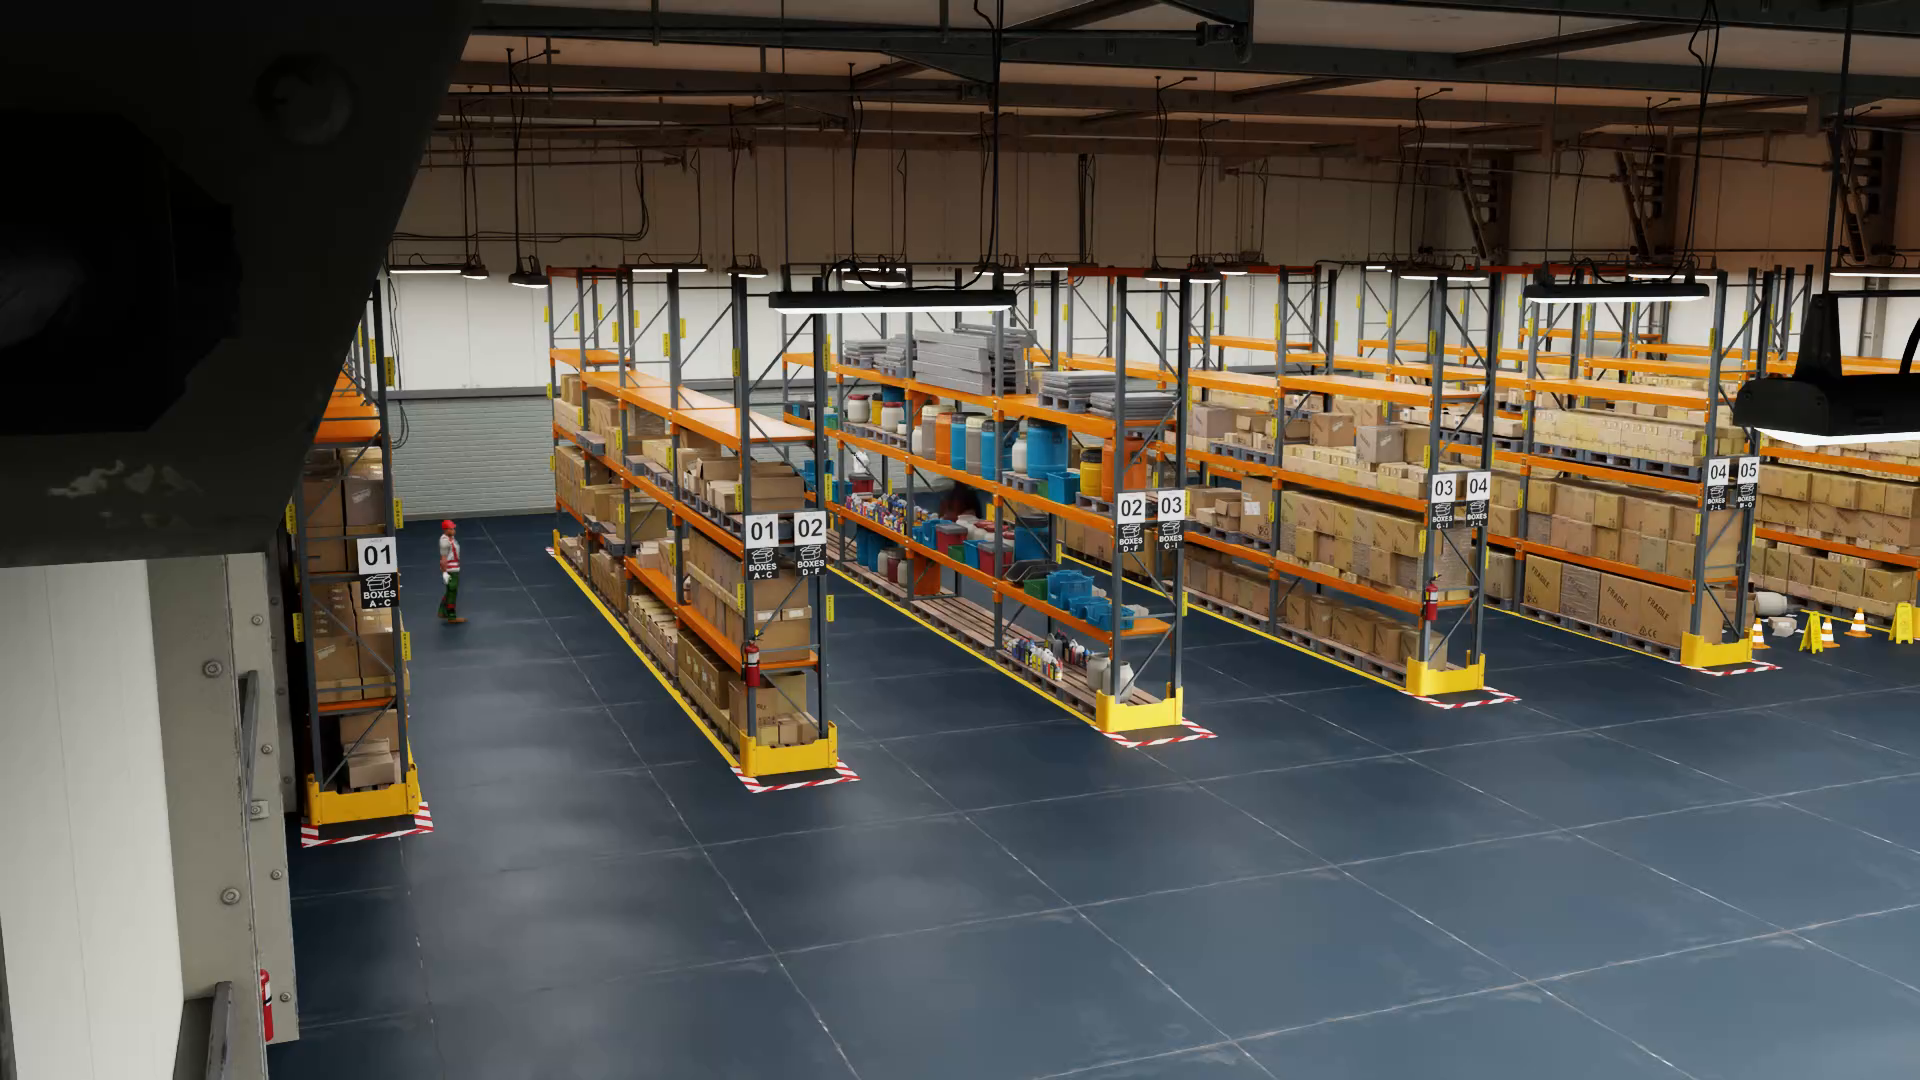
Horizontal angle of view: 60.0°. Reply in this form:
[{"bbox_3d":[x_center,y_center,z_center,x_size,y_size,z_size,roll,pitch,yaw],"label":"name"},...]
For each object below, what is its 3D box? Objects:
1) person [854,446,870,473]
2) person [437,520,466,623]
[{"bbox_3d":[-2.482,-1.612,41.043,0.587,1.657,0.481,-1,10,-4],"label":"person"},{"bbox_3d":[-8.699,0.529,28.371,0.450,1.791,0.566,-5,11,-27],"label":"person"}]
